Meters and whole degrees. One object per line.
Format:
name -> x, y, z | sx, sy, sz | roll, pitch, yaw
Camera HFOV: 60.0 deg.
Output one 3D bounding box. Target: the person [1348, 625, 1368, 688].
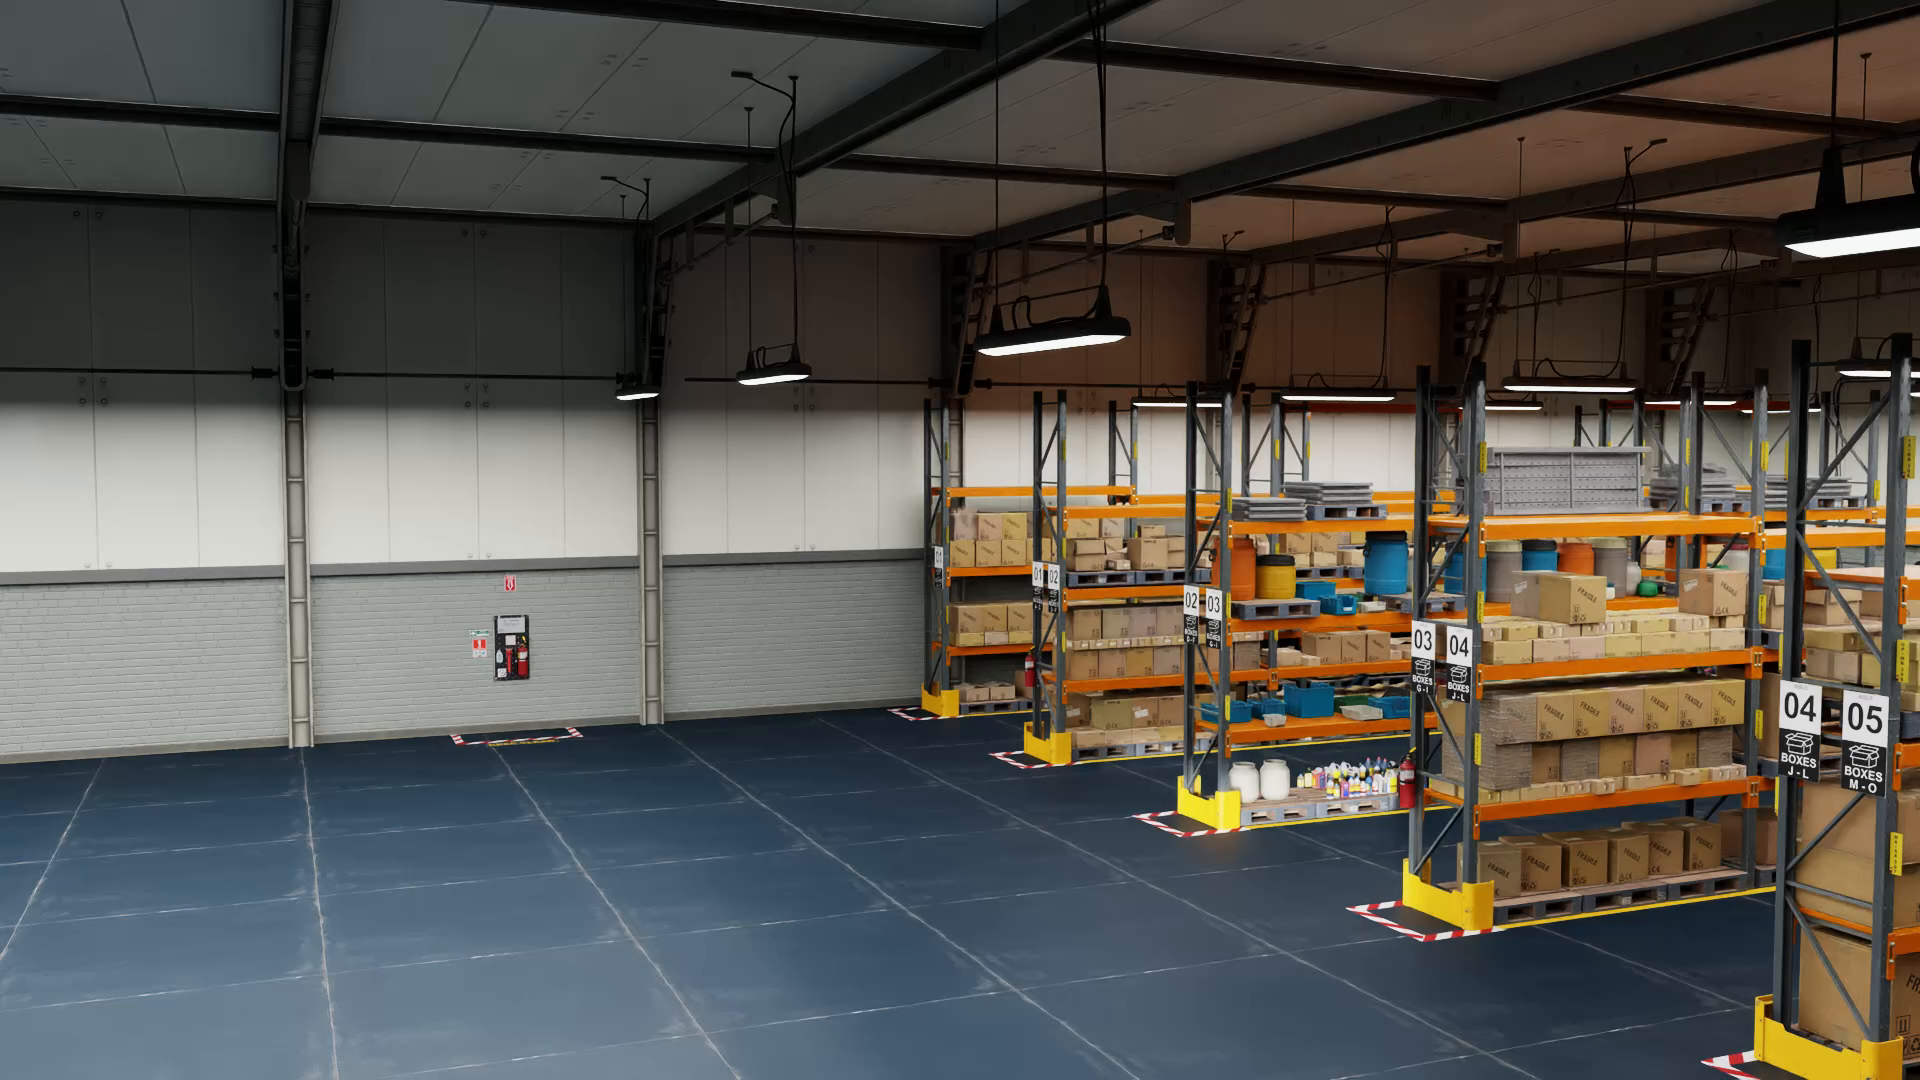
person -> 8.009, 2.390, 33.424 | 0.413, 1.599, 0.437 | 1, 4, 17
